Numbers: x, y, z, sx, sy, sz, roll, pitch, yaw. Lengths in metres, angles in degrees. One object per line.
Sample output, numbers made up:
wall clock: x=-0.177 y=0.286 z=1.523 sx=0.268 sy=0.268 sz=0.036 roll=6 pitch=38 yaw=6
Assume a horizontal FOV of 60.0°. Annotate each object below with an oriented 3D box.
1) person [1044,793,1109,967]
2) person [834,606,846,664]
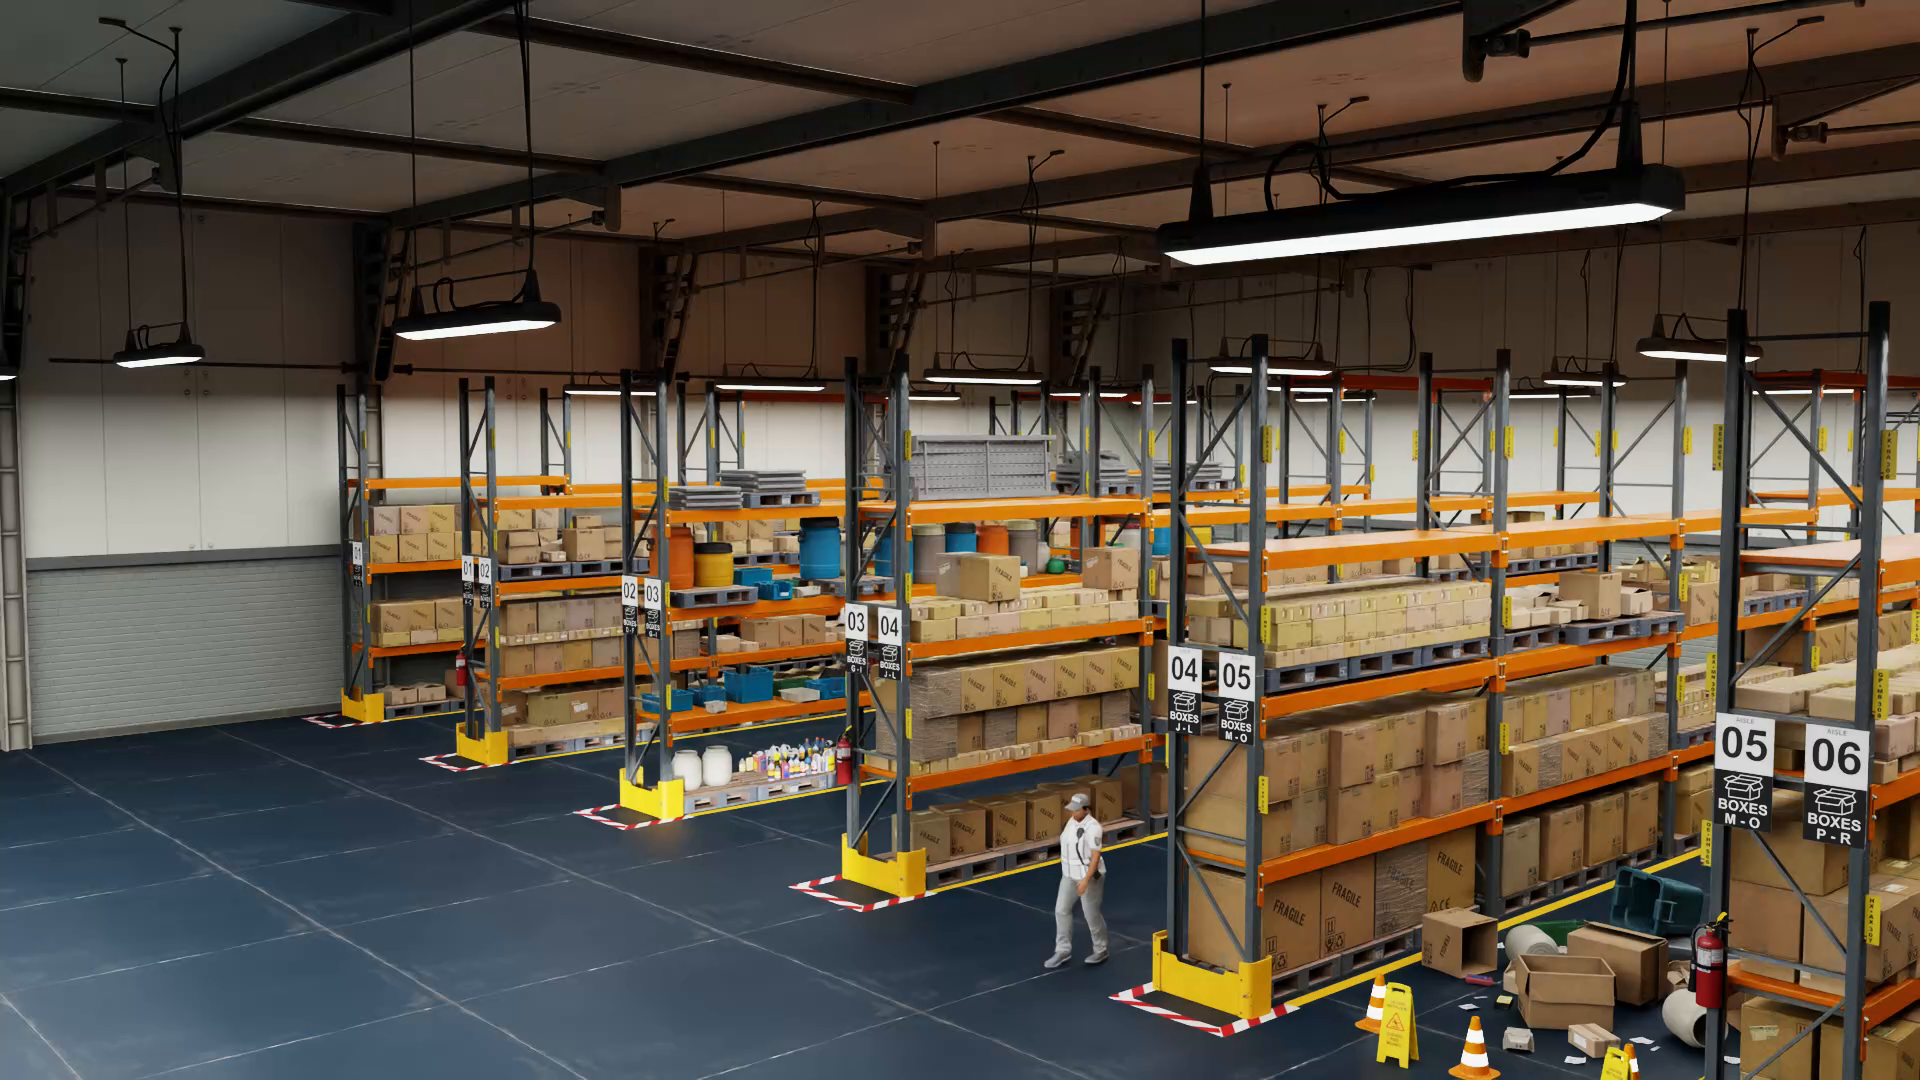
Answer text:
person: x=1.150 y=3.287 z=16.094 sx=0.631 sy=1.677 sz=0.524 roll=-3 pitch=5 yaw=-36
person: x=-2.368 y=1.909 z=34.688 sx=0.672 sy=1.574 sz=0.721 roll=2 pitch=4 yaw=28
